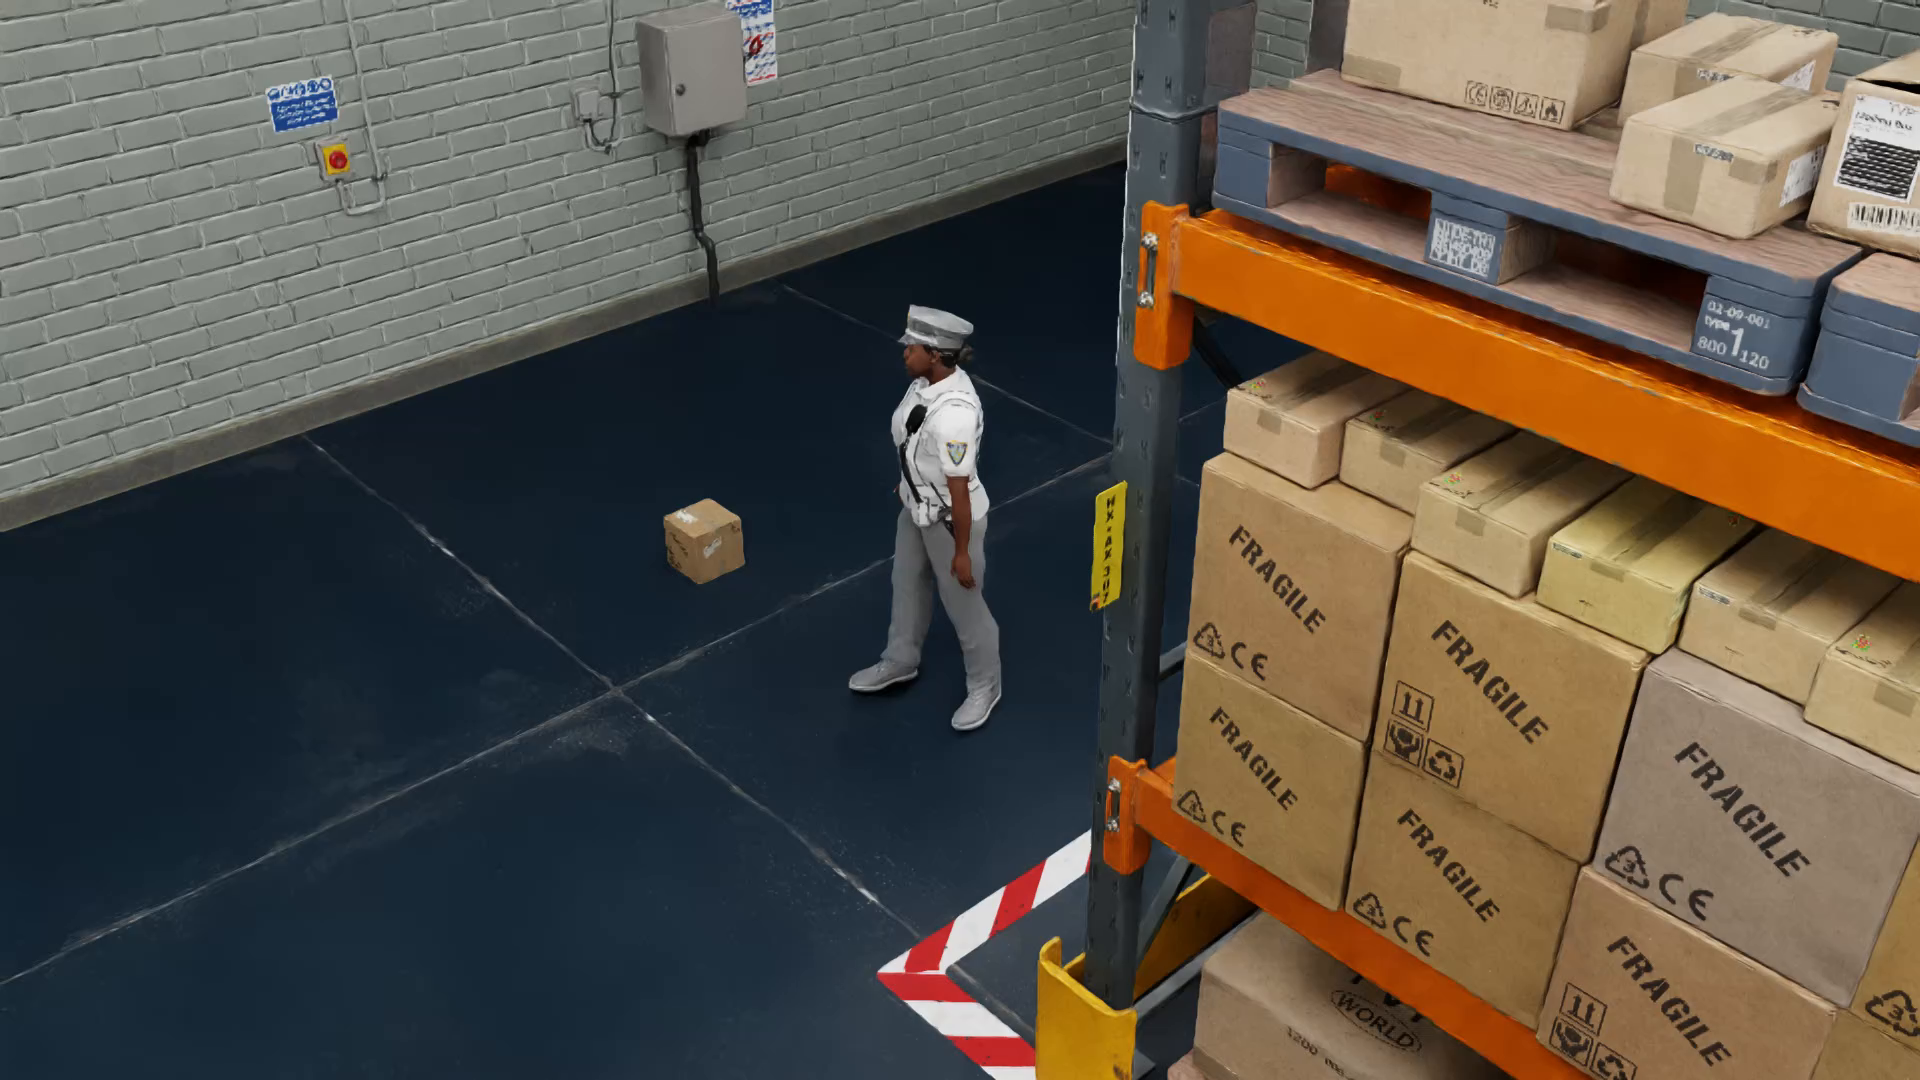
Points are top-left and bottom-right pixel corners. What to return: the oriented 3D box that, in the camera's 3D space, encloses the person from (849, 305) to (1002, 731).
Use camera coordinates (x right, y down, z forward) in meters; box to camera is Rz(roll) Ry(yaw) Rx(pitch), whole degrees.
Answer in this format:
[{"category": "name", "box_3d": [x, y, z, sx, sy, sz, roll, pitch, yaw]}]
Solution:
[{"category": "person", "box_3d": [-0.145, -0.092, 6.242, 0.571, 1.663, 0.640, -10, 33, -16]}]
